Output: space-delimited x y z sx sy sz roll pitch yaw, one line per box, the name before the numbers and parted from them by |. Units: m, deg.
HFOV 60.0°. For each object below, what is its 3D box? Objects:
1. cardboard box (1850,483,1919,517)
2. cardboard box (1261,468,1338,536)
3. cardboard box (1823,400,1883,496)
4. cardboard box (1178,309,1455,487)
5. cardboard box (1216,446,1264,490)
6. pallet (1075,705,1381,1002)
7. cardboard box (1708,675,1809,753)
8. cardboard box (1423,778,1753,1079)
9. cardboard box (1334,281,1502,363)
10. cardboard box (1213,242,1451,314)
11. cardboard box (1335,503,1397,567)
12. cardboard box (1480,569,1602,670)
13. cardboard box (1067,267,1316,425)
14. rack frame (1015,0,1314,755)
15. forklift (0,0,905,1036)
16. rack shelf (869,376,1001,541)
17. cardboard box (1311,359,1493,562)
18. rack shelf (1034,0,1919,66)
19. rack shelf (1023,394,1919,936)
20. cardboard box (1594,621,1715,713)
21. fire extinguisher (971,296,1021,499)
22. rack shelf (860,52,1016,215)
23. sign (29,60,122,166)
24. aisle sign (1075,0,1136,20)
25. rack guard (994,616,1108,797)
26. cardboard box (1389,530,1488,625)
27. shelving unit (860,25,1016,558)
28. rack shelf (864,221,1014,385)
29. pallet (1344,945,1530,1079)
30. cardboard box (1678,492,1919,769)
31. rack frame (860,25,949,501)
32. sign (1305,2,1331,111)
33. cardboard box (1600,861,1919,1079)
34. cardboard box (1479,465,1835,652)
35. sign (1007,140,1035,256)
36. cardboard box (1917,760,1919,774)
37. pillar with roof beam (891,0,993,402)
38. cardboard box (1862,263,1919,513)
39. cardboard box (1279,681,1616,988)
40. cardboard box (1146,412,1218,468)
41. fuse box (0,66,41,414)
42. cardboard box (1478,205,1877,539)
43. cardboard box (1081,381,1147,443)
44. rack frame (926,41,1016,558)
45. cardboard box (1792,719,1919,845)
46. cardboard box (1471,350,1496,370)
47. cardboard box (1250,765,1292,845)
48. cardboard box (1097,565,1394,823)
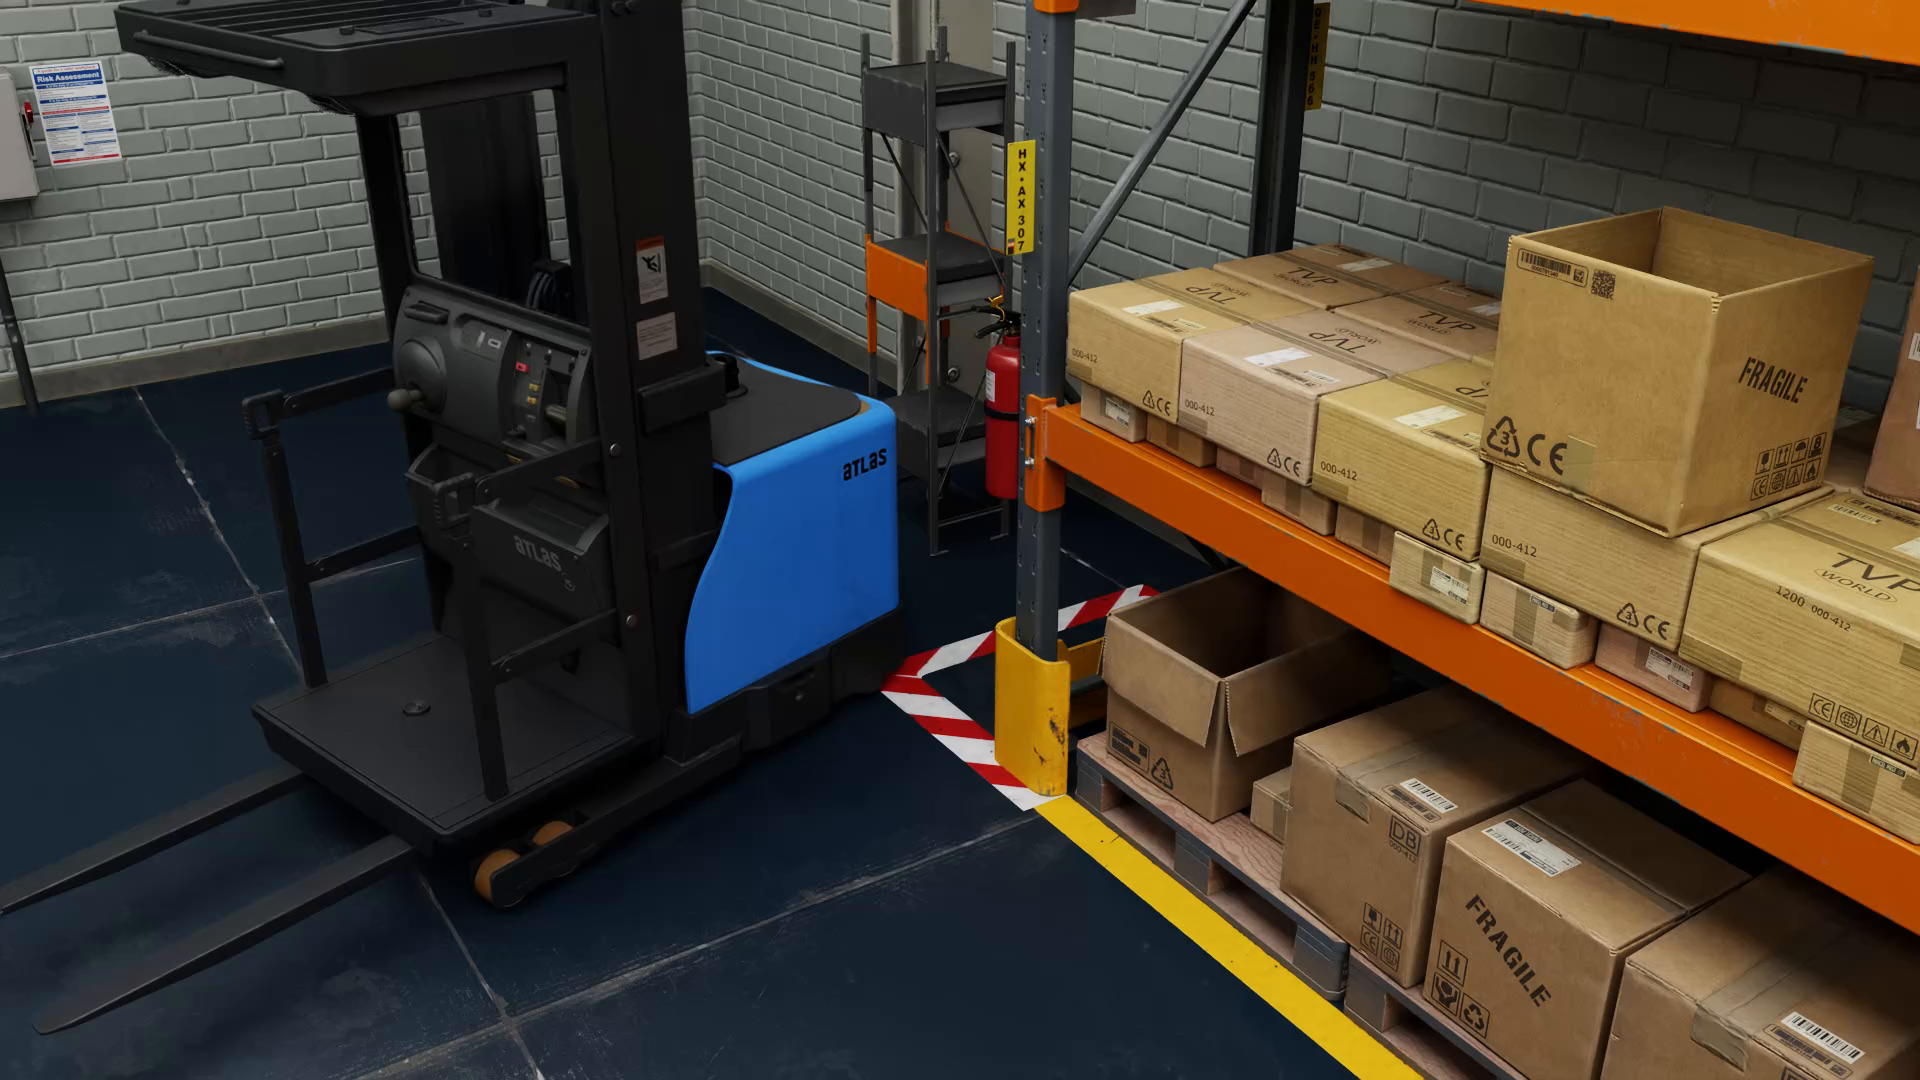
cardboard box | 2.214 0.035 3.489 0.500 0.250 0.500 -15 29 -28
cardboard box | 1.020 -0.160 4.370 0.380 0.149 0.250 -15 29 -28
cardboard box | 1.940 -0.140 3.860 0.500 0.250 0.500 -16 29 -30
cardboard box | 0.931 -0.387 4.384 0.500 0.250 0.500 -15 29 -29
cardboard box | 0.934 -0.265 4.592 0.380 0.149 0.250 -16 30 -30
pallet | 1.111 0.847 5.209 1.003 0.211 1.213 -16 29 -30
cardboard box | 1.779 0.284 3.428 0.380 0.149 0.250 -15 29 -29
cardboard box | 1.527 0.982 4.091 0.500 0.500 0.500 -15 29 -29
cardboard box | 1.388 -0.505 4.634 0.500 0.250 0.500 -15 29 -29
cardboard box | 1.107 -0.690 5.025 0.500 0.250 0.500 -15 29 -28
cardboard box | 1.170 -0.067 4.172 0.380 0.149 0.250 -15 29 -29
cardboard box | 1.406 0.131 3.754 0.380 0.149 0.250 -15 29 -28
cardboard box | 0.656 -0.568 4.766 0.500 0.250 0.500 -15 29 -29
rack frame | 0.634 -0.726 5.274 1.000 3.000 0.127 -16 29 -30
forklift | -1.546 -0.478 4.830 1.130 2.935 3.031 20 32 36
rack shelf | -0.090 -0.363 7.232 0.431 0.518 0.480 -16 29 -30
cardboard box | 1.211 -0.207 4.002 0.500 0.250 0.500 -16 30 -31
rack shelf | 1.726 -1.042 3.272 1.077 0.370 4.000 -16 29 -30
rack shelf | 1.726 0.315 3.913 1.077 0.370 4.000 -16 29 -30
cardboard box | 1.605 0.207 3.592 0.380 0.149 0.250 -16 29 -30
fire extinguisher | 0.166 -0.467 5.254 0.296 0.674 0.183 -16 29 -30
rack shelf | -0.090 -1.629 6.634 0.431 0.518 0.480 -16 29 -30
sign | -4.480 -2.163 8.429 0.329 0.494 0.001 -16 29 -30
aisle sign | 0.351 -1.858 4.626 0.394 0.787 0.004 -16 29 -30
rack guard | 0.675 0.431 5.750 1.175 0.500 0.348 -16 29 -30
cardboard box | 1.245 0.041 3.943 0.380 0.149 0.250 -16 30 -31
shelving unit | -0.090 -1.009 6.927 0.431 2.100 0.503 -16 29 -30
rack shelf | -0.090 -0.996 6.933 0.431 0.518 0.480 -16 29 -30
pallet | 1.773 1.283 4.285 1.003 0.211 1.213 -16 29 -30
cardboard box | 1.788 0.155 3.234 0.500 0.250 0.500 -16 30 -30
rack frame | -0.224 -1.096 7.112 0.400 2.100 0.015 -16 29 -30
sign | 1.110 -1.515 5.219 0.100 0.325 0.005 -16 29 -30
cardboard box | 1.889 1.141 3.755 0.700 0.500 0.500 -17 30 -31
cardboard box | 1.508 -0.029 3.625 0.500 0.250 0.500 -16 30 -31
sign | 0.179 -0.991 4.822 0.100 0.325 0.005 -16 29 -30
cardboard box | 2.049 0.337 2.850 0.500 0.250 0.500 -15 29 -29
pillar with roof beam | -3.690 -3.610 4.356 9.100 9.000 0.400 -16 29 -30
cardboard box | 2.228 -0.296 3.312 0.500 0.500 0.500 -16 30 -31
cardboard box | 1.323 0.770 4.541 0.700 0.500 0.500 -14 29 -27
cardboard box | 0.761 -0.351 4.774 0.380 0.149 0.250 -15 29 -28
fuse box | -4.781 -1.434 8.284 0.539 1.711 0.414 -16 29 -30
cardboard box | 1.475 -0.370 3.470 0.500 0.500 0.500 -15 29 -28
cardboard box | 0.584 -0.431 4.944 0.380 0.149 0.250 -16 30 -30
rack frame | 0.043 -0.921 6.742 0.400 2.100 0.015 -16 29 -30
cardboard box | 1.826 0.403 3.178 0.380 0.149 0.250 -16 30 -30
cardboard box | 1.654 -0.327 4.257 0.500 0.250 0.500 -15 29 -28
cardboard box | 1.088 0.775 4.942 0.380 0.149 0.250 -17 30 -32
cardboard box | 0.888 0.454 5.208 0.797 0.503 0.637 -17 30 -32
